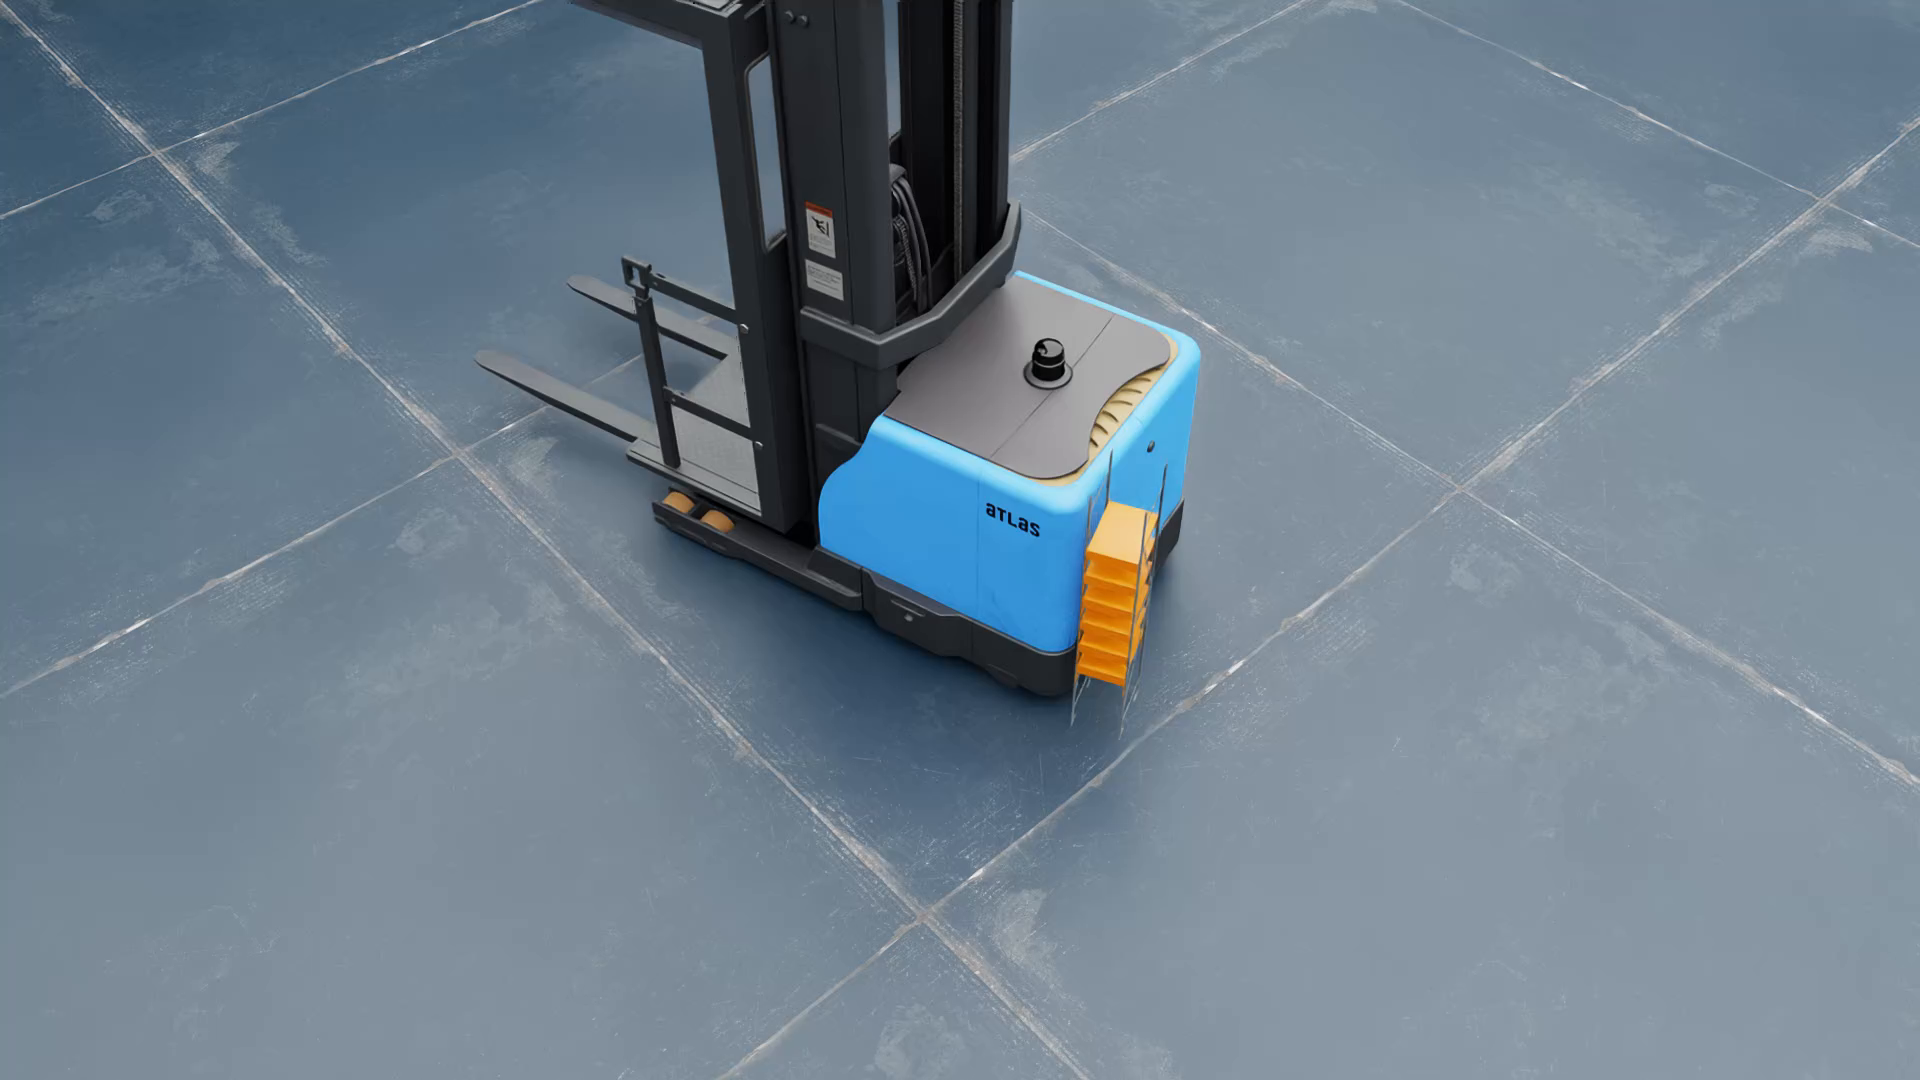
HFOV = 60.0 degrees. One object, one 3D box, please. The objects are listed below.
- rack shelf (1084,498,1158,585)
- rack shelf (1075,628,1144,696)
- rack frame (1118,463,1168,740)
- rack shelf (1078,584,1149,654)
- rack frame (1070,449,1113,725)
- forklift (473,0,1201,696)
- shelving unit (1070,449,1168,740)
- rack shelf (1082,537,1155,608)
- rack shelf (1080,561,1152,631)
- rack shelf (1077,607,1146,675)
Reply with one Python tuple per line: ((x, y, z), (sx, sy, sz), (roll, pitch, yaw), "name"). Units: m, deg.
((0.538, 0.003, 5.501), (0.180, 0.103, 0.258), (16, 49, 14), "rack shelf")
((0.538, 0.410, 5.942), (0.180, 0.103, 0.258), (16, 49, 14), "rack shelf")
((0.623, 0.241, 5.711), (0.006, 1.200, 0.240), (16, 49, 14), "rack frame")
((0.538, 0.247, 5.766), (0.180, 0.103, 0.258), (16, 49, 14), "rack shelf")
((0.452, 0.193, 5.755), (0.006, 1.200, 0.240), (16, 49, 14), "rack frame")
((-0.644, -1.254, 5.913), (3.031, 2.935, 1.130), (24, 52, 21), "forklift")
((0.538, 0.217, 5.733), (0.189, 1.200, 0.258), (16, 49, 14), "shelving unit")
((0.538, 0.085, 5.589), (0.180, 0.103, 0.258), (16, 49, 14), "rack shelf")
((0.538, 0.166, 5.678), (0.180, 0.103, 0.258), (16, 49, 14), "rack shelf")
((0.538, 0.329, 5.854), (0.180, 0.103, 0.258), (16, 49, 14), "rack shelf")
